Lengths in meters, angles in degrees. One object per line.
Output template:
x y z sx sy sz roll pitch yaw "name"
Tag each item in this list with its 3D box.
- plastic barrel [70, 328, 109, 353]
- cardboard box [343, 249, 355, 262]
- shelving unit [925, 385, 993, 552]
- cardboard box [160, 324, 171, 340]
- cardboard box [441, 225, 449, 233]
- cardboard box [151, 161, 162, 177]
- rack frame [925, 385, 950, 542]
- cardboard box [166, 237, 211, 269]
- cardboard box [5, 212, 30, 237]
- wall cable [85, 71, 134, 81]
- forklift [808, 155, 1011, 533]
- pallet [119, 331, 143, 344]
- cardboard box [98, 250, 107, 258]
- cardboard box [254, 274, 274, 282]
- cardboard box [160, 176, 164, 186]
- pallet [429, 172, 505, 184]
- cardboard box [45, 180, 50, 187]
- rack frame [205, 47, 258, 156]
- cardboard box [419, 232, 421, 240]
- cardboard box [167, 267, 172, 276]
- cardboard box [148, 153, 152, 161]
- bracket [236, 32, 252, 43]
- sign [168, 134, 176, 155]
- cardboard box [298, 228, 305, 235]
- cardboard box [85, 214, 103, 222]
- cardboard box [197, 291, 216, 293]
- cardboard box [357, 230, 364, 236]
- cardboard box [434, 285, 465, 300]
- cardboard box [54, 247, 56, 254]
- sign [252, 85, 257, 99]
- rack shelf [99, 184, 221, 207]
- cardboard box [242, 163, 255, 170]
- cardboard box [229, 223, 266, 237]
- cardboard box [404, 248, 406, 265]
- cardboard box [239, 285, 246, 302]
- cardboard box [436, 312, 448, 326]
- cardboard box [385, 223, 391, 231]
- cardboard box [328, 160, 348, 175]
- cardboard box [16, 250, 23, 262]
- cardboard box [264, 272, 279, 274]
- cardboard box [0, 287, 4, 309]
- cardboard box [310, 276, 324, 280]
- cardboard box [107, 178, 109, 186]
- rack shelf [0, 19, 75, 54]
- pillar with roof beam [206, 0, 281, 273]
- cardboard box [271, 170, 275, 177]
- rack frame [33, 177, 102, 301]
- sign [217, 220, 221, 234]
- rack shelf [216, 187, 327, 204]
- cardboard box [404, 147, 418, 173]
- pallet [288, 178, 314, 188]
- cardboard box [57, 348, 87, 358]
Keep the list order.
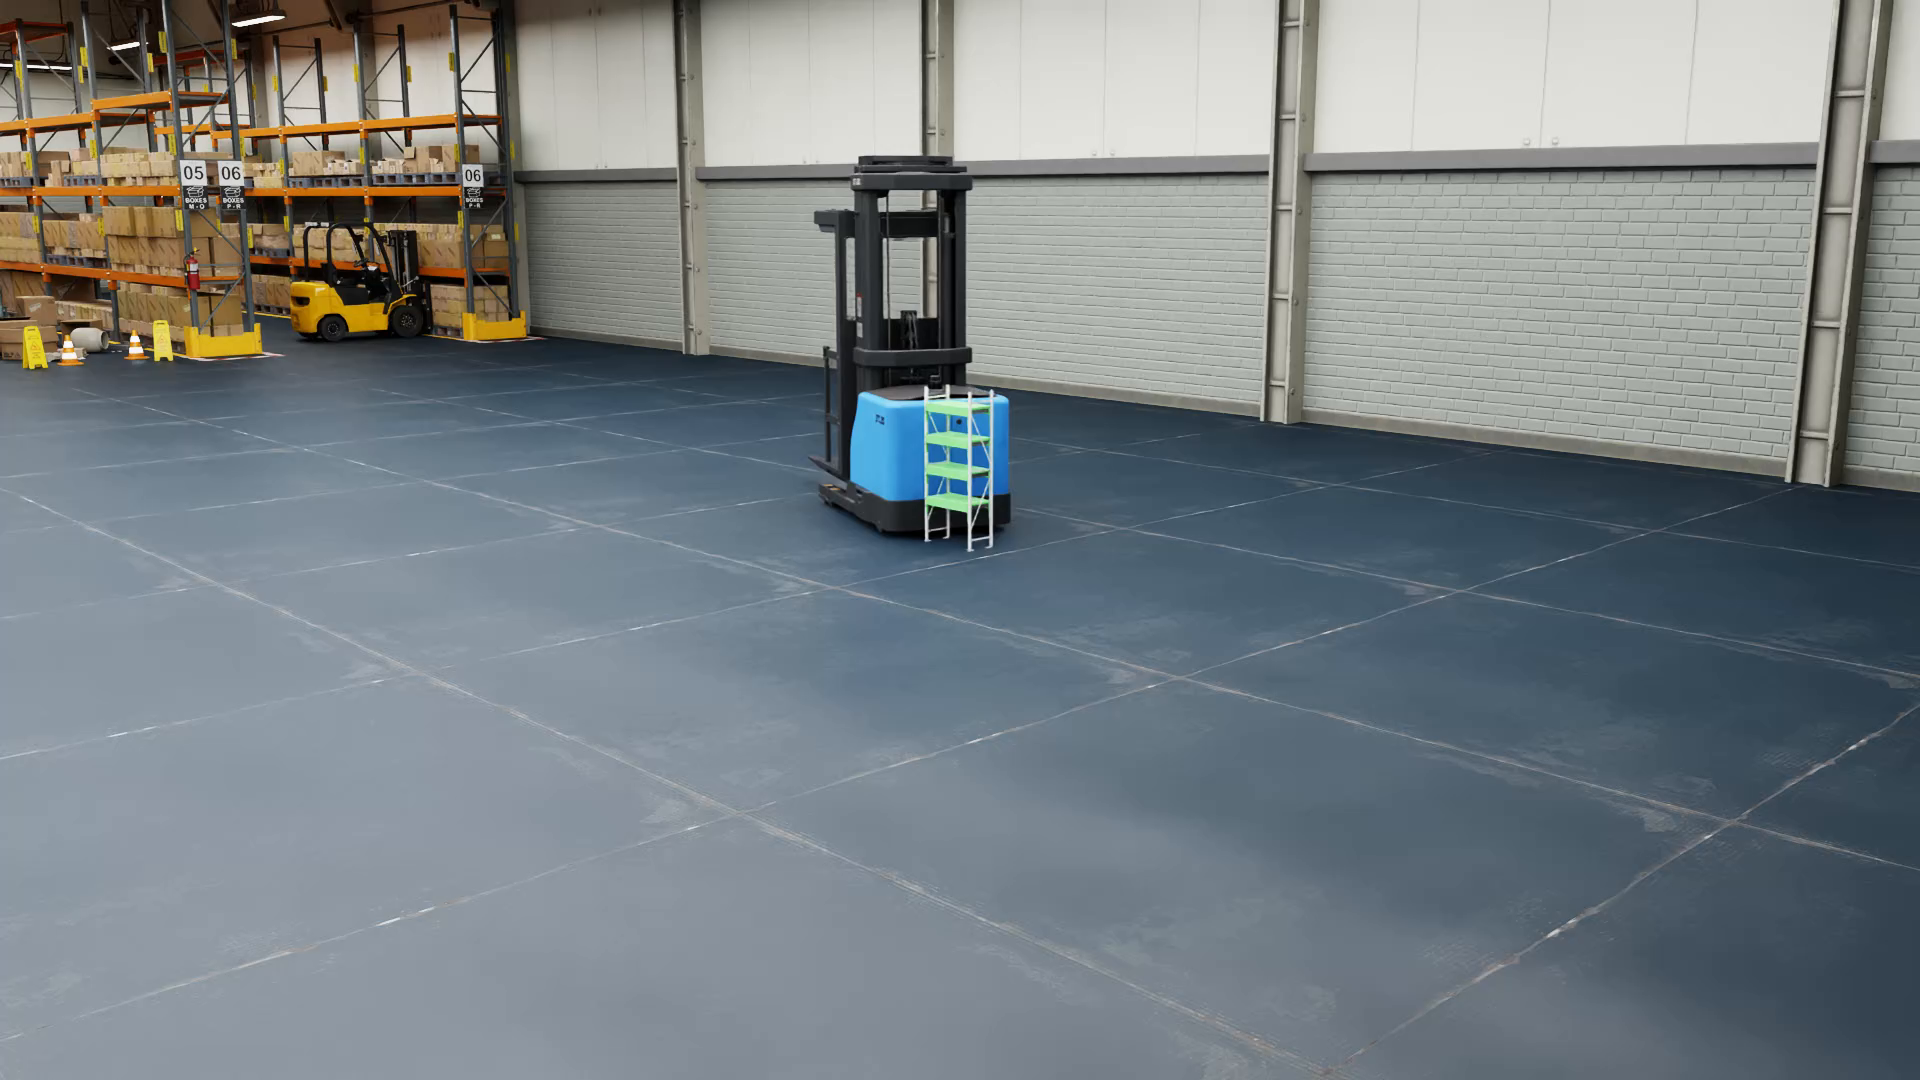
-14.895 -3.417 28.450 0.512 0.421 0.421 -1 12 -4 "plastic barrel"
-12.437 -5.901 34.492 0.500 0.250 0.500 -11 16 -43 "cardboard box"
-0.010 -0.551 12.615 0.258 1.200 0.503 -10 16 -41 "shelving unit"
-13.478 -3.605 28.749 0.500 0.250 0.500 -11 16 -42 "cardboard box"
-9.579 -5.882 31.437 0.380 0.149 0.250 -10 16 -41 "cardboard box"
-13.259 -6.243 27.980 0.500 0.250 0.500 -11 16 -43 "cardboard box"
-0.174 -0.588 12.791 0.240 1.200 0.015 -10 16 -41 "rack frame"
-12.948 -4.824 27.908 0.500 0.500 0.500 -11 16 -44 "cardboard box"
-19.487 -6.556 34.573 0.500 0.500 0.500 -11 16 -43 "cardboard box"
-22.807 -14.280 46.142 2.988 3.039 0.133 -11 16 -43 "wall cable"
-0.586 -1.746 14.124 1.130 2.935 3.031 -4 12 -20 "forklift"
-14.646 -3.714 30.414 1.003 0.211 1.213 -11 16 -43 "pallet"
-15.691 -5.292 30.745 0.380 0.149 0.250 -11 16 -42 "cardboard box"
-16.071 -6.060 38.439 0.380 0.149 0.250 -10 15 -41 "cardboard box"
-13.177 -6.023 27.902 0.380 0.149 0.250 -10 15 -41 "cardboard box"
-9.256 -6.814 31.335 1.003 0.211 1.213 -11 16 -43 "pallet"
-17.804 -7.033 32.802 0.380 0.149 0.250 -11 16 -43 "cardboard box"
-17.073 -9.971 39.006 1.000 3.000 0.127 -11 16 -43 "rack frame"
-10.239 -5.892 32.221 0.380 0.149 0.250 -11 16 -43 "cardboard box"
-13.203 -4.552 28.197 0.380 0.149 0.250 -11 16 -44 "cardboard box"
-13.624 -6.534 28.405 0.250 0.149 0.380 11 16 44 "cardboard box"
-16.872 -11.851 39.211 0.235 0.232 0.430 -11 16 -43 "bracket"
-12.789 -6.417 26.997 0.100 0.325 0.005 -11 16 -43 "sign"
-14.118 -6.689 36.089 0.380 0.149 0.250 -10 16 -41 "cardboard box"
-16.103 -6.025 31.090 0.250 0.149 0.380 11 16 43 "cardboard box"
-13.452 -4.125 29.413 0.500 0.500 0.500 -10 16 -41 "cardboard box"
-12.136 -6.285 34.131 0.380 0.149 0.250 -11 16 -43 "cardboard box"
-9.687 -4.727 31.718 0.500 0.250 0.500 -11 16 -42 "cardboard box"
-17.637 -5.720 32.822 0.250 0.149 0.380 11 16 42 "cardboard box"
-16.676 -10.584 39.275 0.100 0.325 0.005 -11 16 -43 "sign"
-13.755 -5.997 28.937 1.077 0.370 4.000 -11 16 -43 "rack shelf"
-16.078 -8.457 37.692 0.380 0.149 0.250 -11 16 -42 "cardboard box"
-16.543 -7.110 38.698 0.700 0.500 0.500 -11 16 -42 "cardboard box"
-10.709 -5.665 32.727 0.500 0.500 0.500 -11 16 -43 "cardboard box"
-16.527 -5.835 38.955 0.500 0.500 0.500 -11 16 -43 "cardboard box"
-9.676 -4.238 31.823 0.500 0.250 0.500 -11 16 -43 "cardboard box"
-11.284 -6.266 33.300 0.380 0.149 0.250 -11 16 -42 "cardboard box"
-12.755 -7.729 34.489 0.500 0.311 0.500 11 16 43 "cardboard box"
-19.135 -5.869 34.334 0.500 0.250 0.500 -11 16 -43 "cardboard box"
-16.251 -6.246 39.340 0.380 0.149 0.250 -11 16 -42 "cardboard box"
-21.016 -5.397 36.985 0.875 0.438 0.875 -11 16 -43 "cardboard box"
-14.446 -5.867 37.502 0.380 0.149 0.250 -10 15 -40 "cardboard box"
-15.098 -6.438 29.916 0.380 0.149 0.250 -11 16 -43 "cardboard box"
-19.279 -10.262 33.966 1.077 0.370 4.000 -11 16 -43 "rack shelf"
-20.016 -9.598 37.197 9.100 9.000 0.548 -11 16 -43 "pillar with roof beam"
-15.058 -8.140 36.938 0.380 0.149 0.250 -10 16 -41 "cardboard box"
-17.898 -5.756 33.418 1.000 3.000 0.127 -11 16 -43 "rack frame"
-17.460 -7.380 39.151 0.100 0.325 0.005 -11 16 -43 "sign"
-15.692 -7.857 37.964 1.077 0.370 4.000 -11 16 -43 "rack shelf"
-10.279 -7.340 32.127 0.797 0.503 0.637 -10 15 -41 "cardboard box"
-13.777 -7.739 36.074 1.213 0.211 1.003 -10 15 -40 "pallet"
-14.739 -3.102 27.600 0.380 0.149 0.250 -3 12 -13 "cardboard box"
